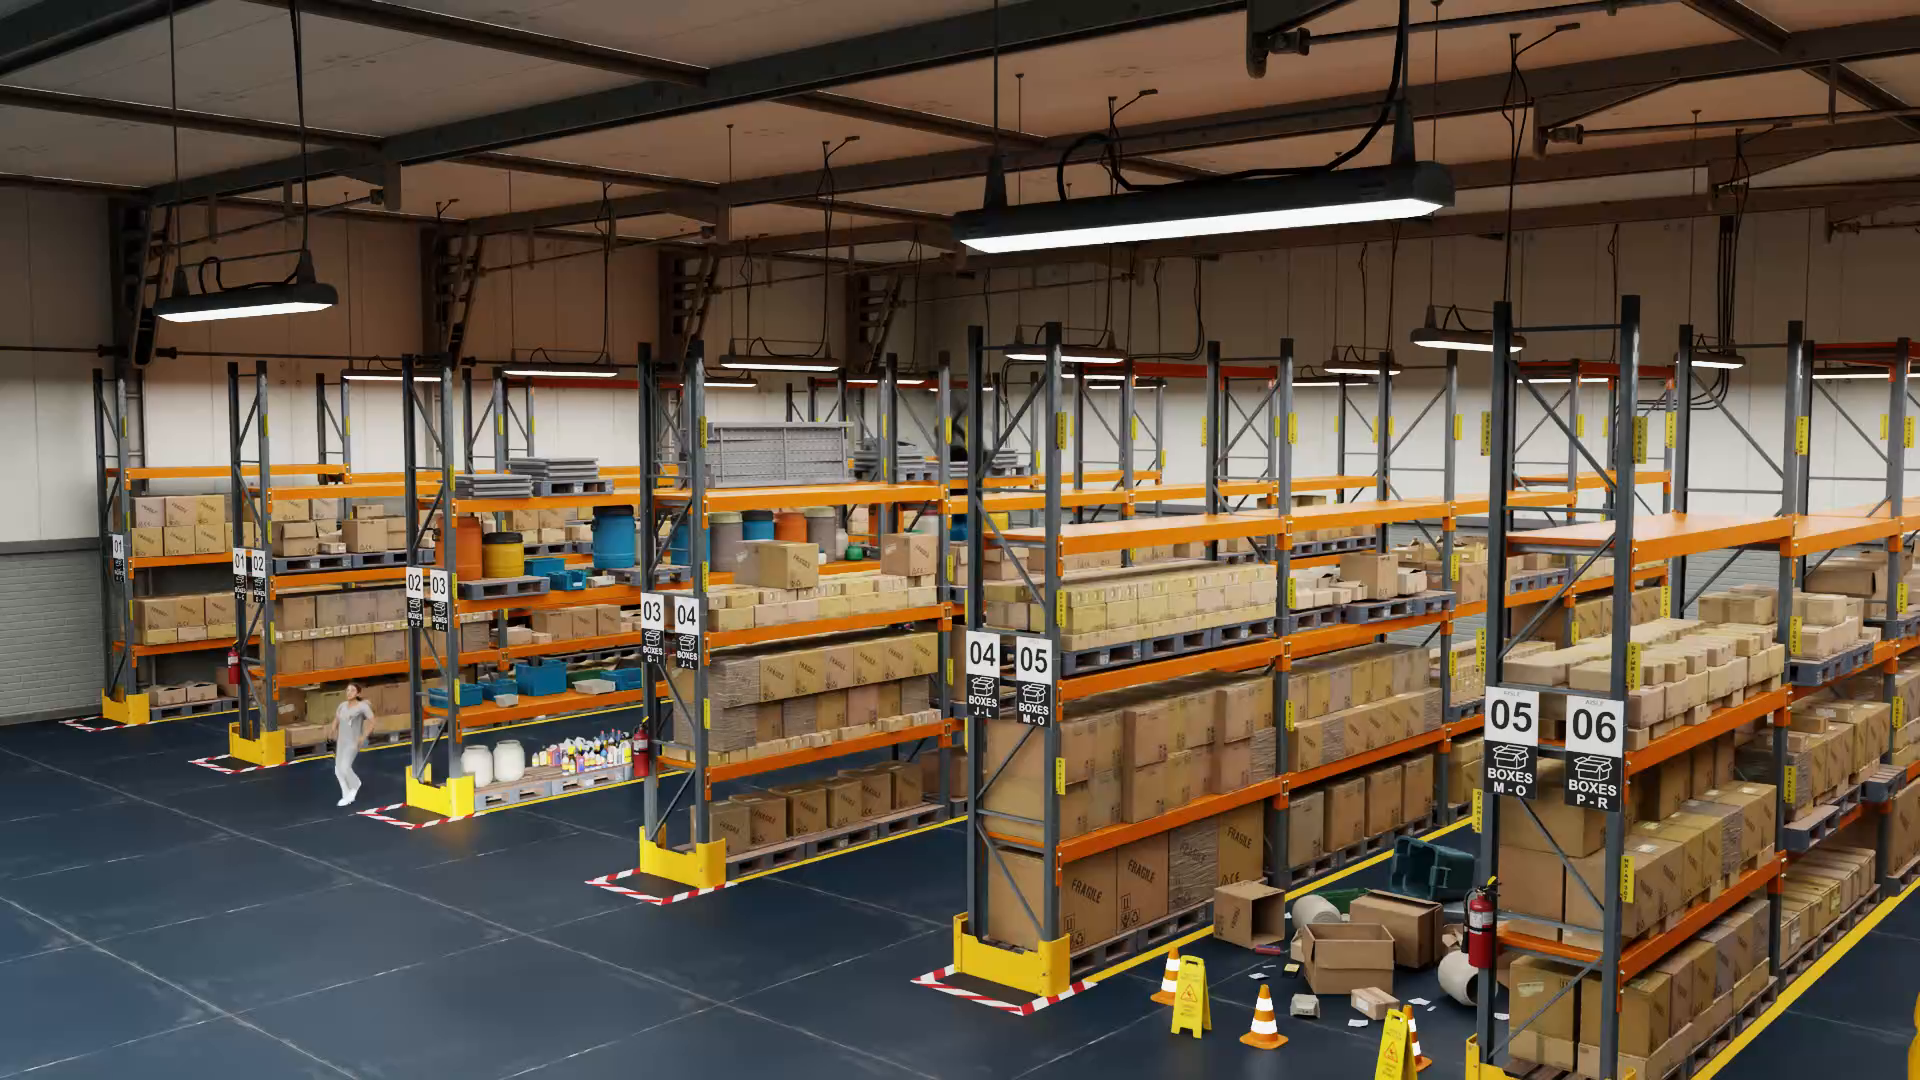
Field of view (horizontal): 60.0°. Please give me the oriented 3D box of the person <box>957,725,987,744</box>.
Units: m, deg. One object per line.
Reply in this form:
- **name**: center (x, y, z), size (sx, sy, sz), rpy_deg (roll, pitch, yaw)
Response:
- **person**: center (0.192, 2.470, 24.851), size (0.611, 1.681, 0.940), rpy_deg (3, 5, 37)

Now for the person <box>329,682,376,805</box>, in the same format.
- **person**: center (-8.146, 2.724, 22.149), size (0.591, 1.645, 0.494), rpy_deg (1, 4, 18)
